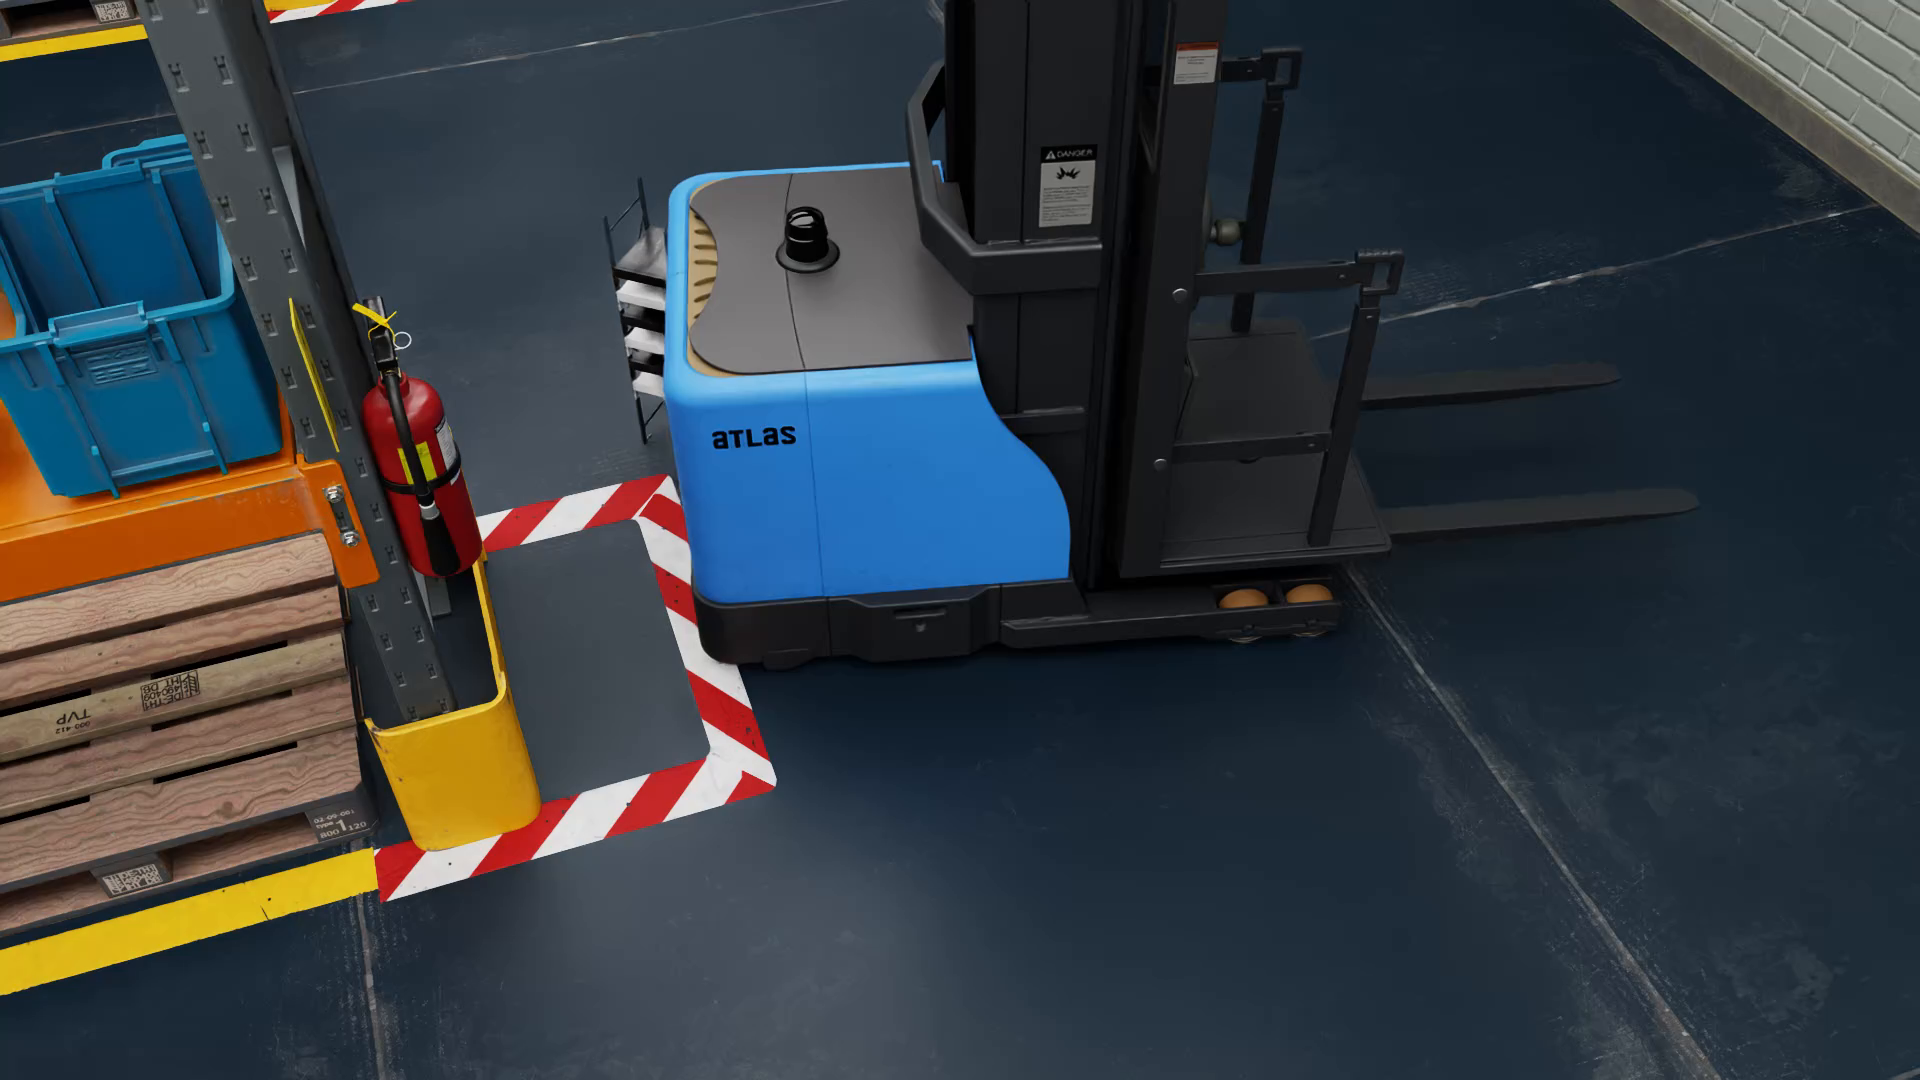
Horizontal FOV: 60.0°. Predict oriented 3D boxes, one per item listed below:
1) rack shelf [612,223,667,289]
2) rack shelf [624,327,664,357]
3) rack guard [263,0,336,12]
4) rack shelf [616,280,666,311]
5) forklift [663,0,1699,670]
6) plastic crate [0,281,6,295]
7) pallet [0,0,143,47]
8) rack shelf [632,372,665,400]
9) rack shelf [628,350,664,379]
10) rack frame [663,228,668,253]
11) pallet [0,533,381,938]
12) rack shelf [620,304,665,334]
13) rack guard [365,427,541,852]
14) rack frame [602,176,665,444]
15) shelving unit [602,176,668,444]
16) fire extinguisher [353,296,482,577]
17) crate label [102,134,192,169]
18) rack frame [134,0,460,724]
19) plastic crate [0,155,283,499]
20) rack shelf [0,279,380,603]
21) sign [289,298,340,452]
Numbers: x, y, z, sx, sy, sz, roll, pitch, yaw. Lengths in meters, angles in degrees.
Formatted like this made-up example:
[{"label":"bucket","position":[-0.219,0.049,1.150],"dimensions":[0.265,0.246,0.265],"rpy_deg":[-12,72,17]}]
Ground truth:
[{"label":"rack shelf","position":[-0.923,-0.860,5.138],"dimensions":[0.200,0.077,0.258],"rpy_deg":[15,47,14]},{"label":"rack shelf","position":[-0.923,-0.669,5.329],"dimensions":[0.200,0.077,0.258],"rpy_deg":[15,47,14]},{"label":"rack guard","position":[-3.249,-3.033,7.920],"dimensions":[0.348,0.500,1.175],"rpy_deg":[-14,47,-14]},{"label":"rack shelf","position":[-0.923,-0.797,5.201],"dimensions":[0.200,0.077,0.258],"rpy_deg":[15,47,14]},{"label":"forklift","position":[0.702,-1.102,4.279],"dimensions":[3.031,2.935,1.130],"rpy_deg":[-4,45,-4]},{"label":"plastic crate","position":[-2.173,-0.698,3.972],"dimensions":[0.298,0.136,0.250],"rpy_deg":[-14,47,-14]},{"label":"pallet","position":[-3.998,-2.738,7.830],"dimensions":[1.213,0.211,1.003],"rpy_deg":[-14,47,-14]},{"label":"rack shelf","position":[-0.923,-0.542,5.456],"dimensions":[0.200,0.077,0.258],"rpy_deg":[15,47,14]},{"label":"rack shelf","position":[-0.923,-0.606,5.393],"dimensions":[0.200,0.077,0.258],"rpy_deg":[15,47,14]},{"label":"rack frame","position":[-0.828,-0.668,5.281],"dimensions":[0.006,0.900,0.240],"rpy_deg":[15,47,14]},{"label":"pallet","position":[-2.288,0.524,4.578],"dimensions":[1.213,0.211,1.003],"rpy_deg":[-14,47,-14]},{"label":"rack shelf","position":[-0.923,-0.733,5.265],"dimensions":[0.200,0.077,0.258],"rpy_deg":[15,47,14]},{"label":"rack guard","position":[-1.481,0.236,4.662],"dimensions":[0.348,0.500,1.175],"rpy_deg":[-14,47,-14]},{"label":"rack frame","position":[-1.018,-0.718,5.330],"dimensions":[0.006,0.900,0.240],"rpy_deg":[15,47,14]},{"label":"shelving unit","position":[-0.923,-0.693,5.305],"dimensions":[0.210,0.900,0.258],"rpy_deg":[15,47,14]},{"label":"fire extinguisher","position":[-1.203,-0.207,3.656],"dimensions":[0.183,0.674,0.296],"rpy_deg":[-14,47,-14]},{"label":"crate label","position":[-1.843,-0.754,3.960],"dimensions":[0.303,0.233,0.416],"rpy_deg":[-14,47,-14]},{"label":"rack frame","position":[-1.499,-0.632,3.763],"dimensions":[0.127,3.000,1.000],"rpy_deg":[-14,47,-14]},{"label":"plastic crate","position":[-1.751,-0.461,3.524],"dimensions":[0.499,0.435,0.616],"rpy_deg":[-14,47,-14]},{"label":"rack shelf","position":[-3.380,0.103,3.538],"dimensions":[4.000,0.370,1.077],"rpy_deg":[-14,47,-14]},{"label":"sign","position":[-1.297,-0.327,3.343],"dimensions":[0.005,0.325,0.100],"rpy_deg":[-14,47,-14]}]
